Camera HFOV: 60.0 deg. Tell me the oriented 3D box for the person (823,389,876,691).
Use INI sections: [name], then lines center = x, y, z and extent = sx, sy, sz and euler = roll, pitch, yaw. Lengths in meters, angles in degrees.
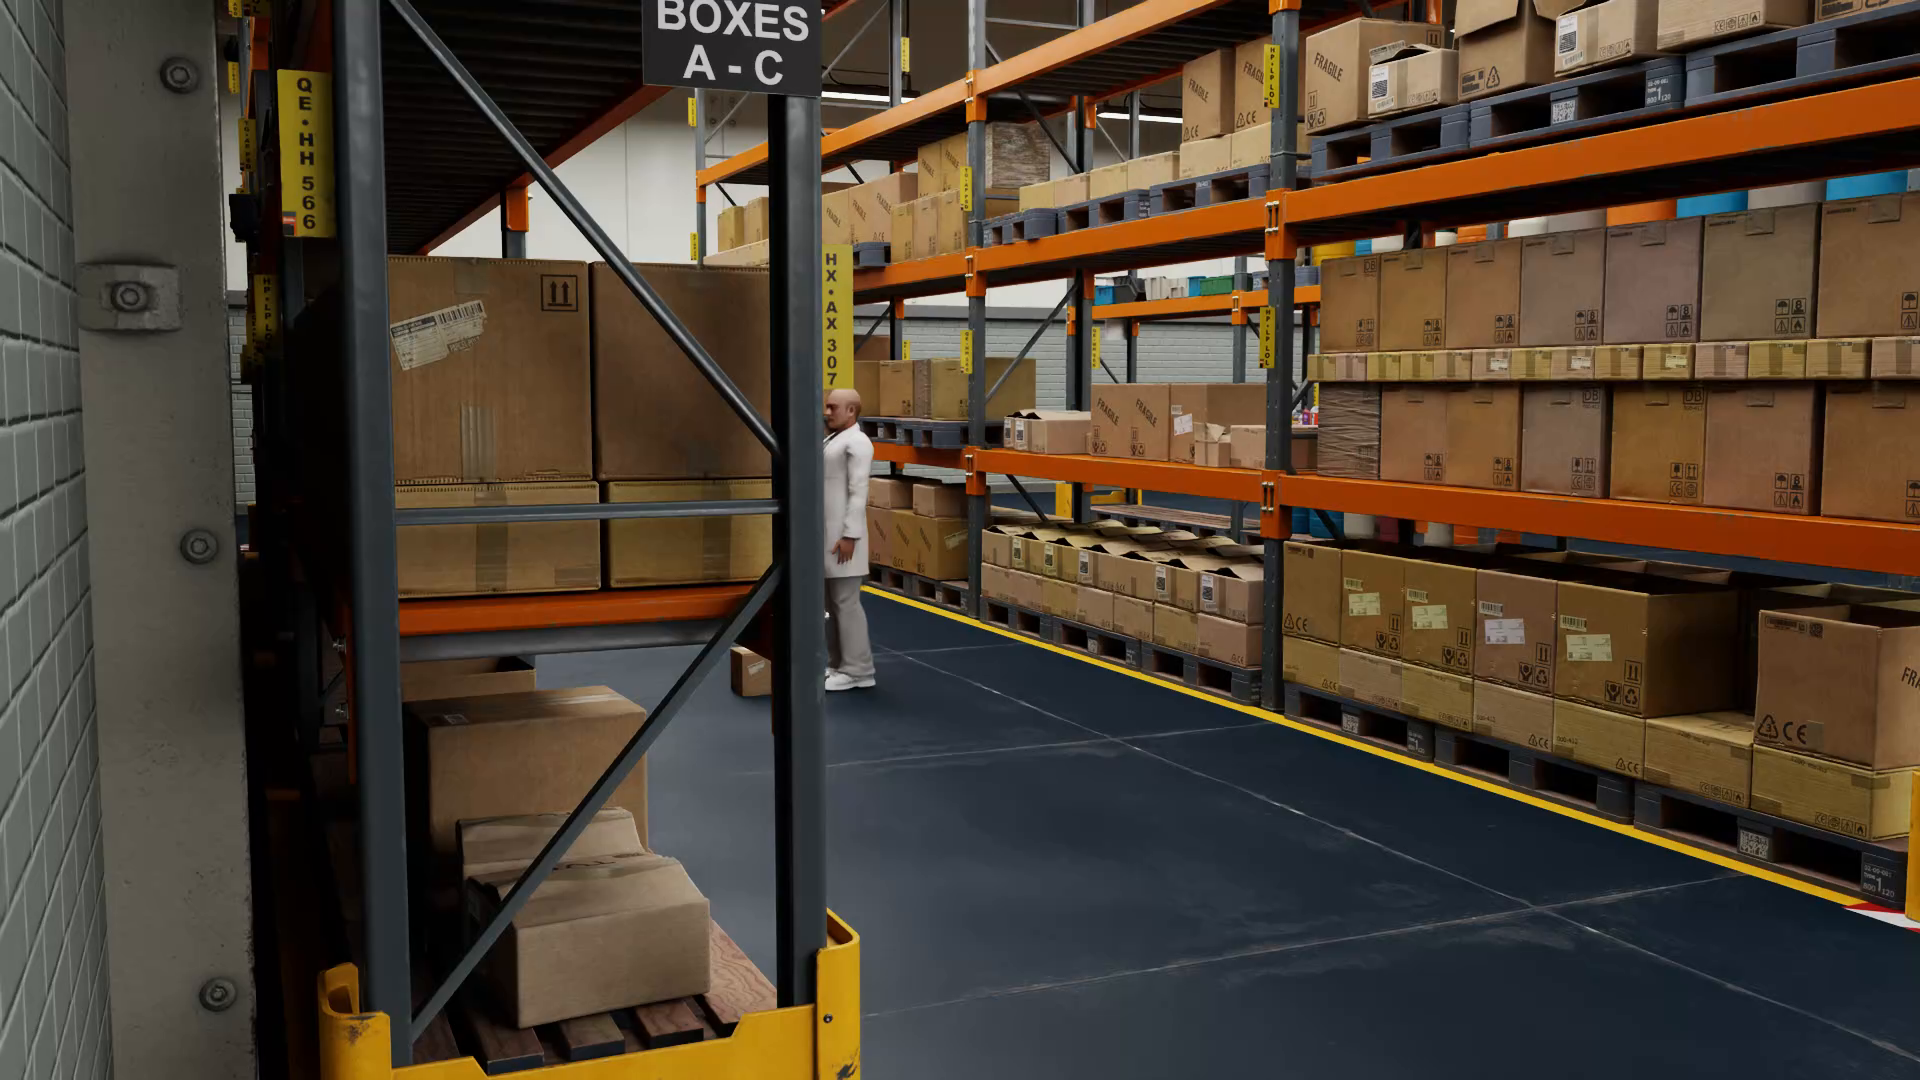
[person]
center = -0.709, -0.006, 9.838
extent = 0.381, 1.791, 0.561
euler = -2, 6, -22
